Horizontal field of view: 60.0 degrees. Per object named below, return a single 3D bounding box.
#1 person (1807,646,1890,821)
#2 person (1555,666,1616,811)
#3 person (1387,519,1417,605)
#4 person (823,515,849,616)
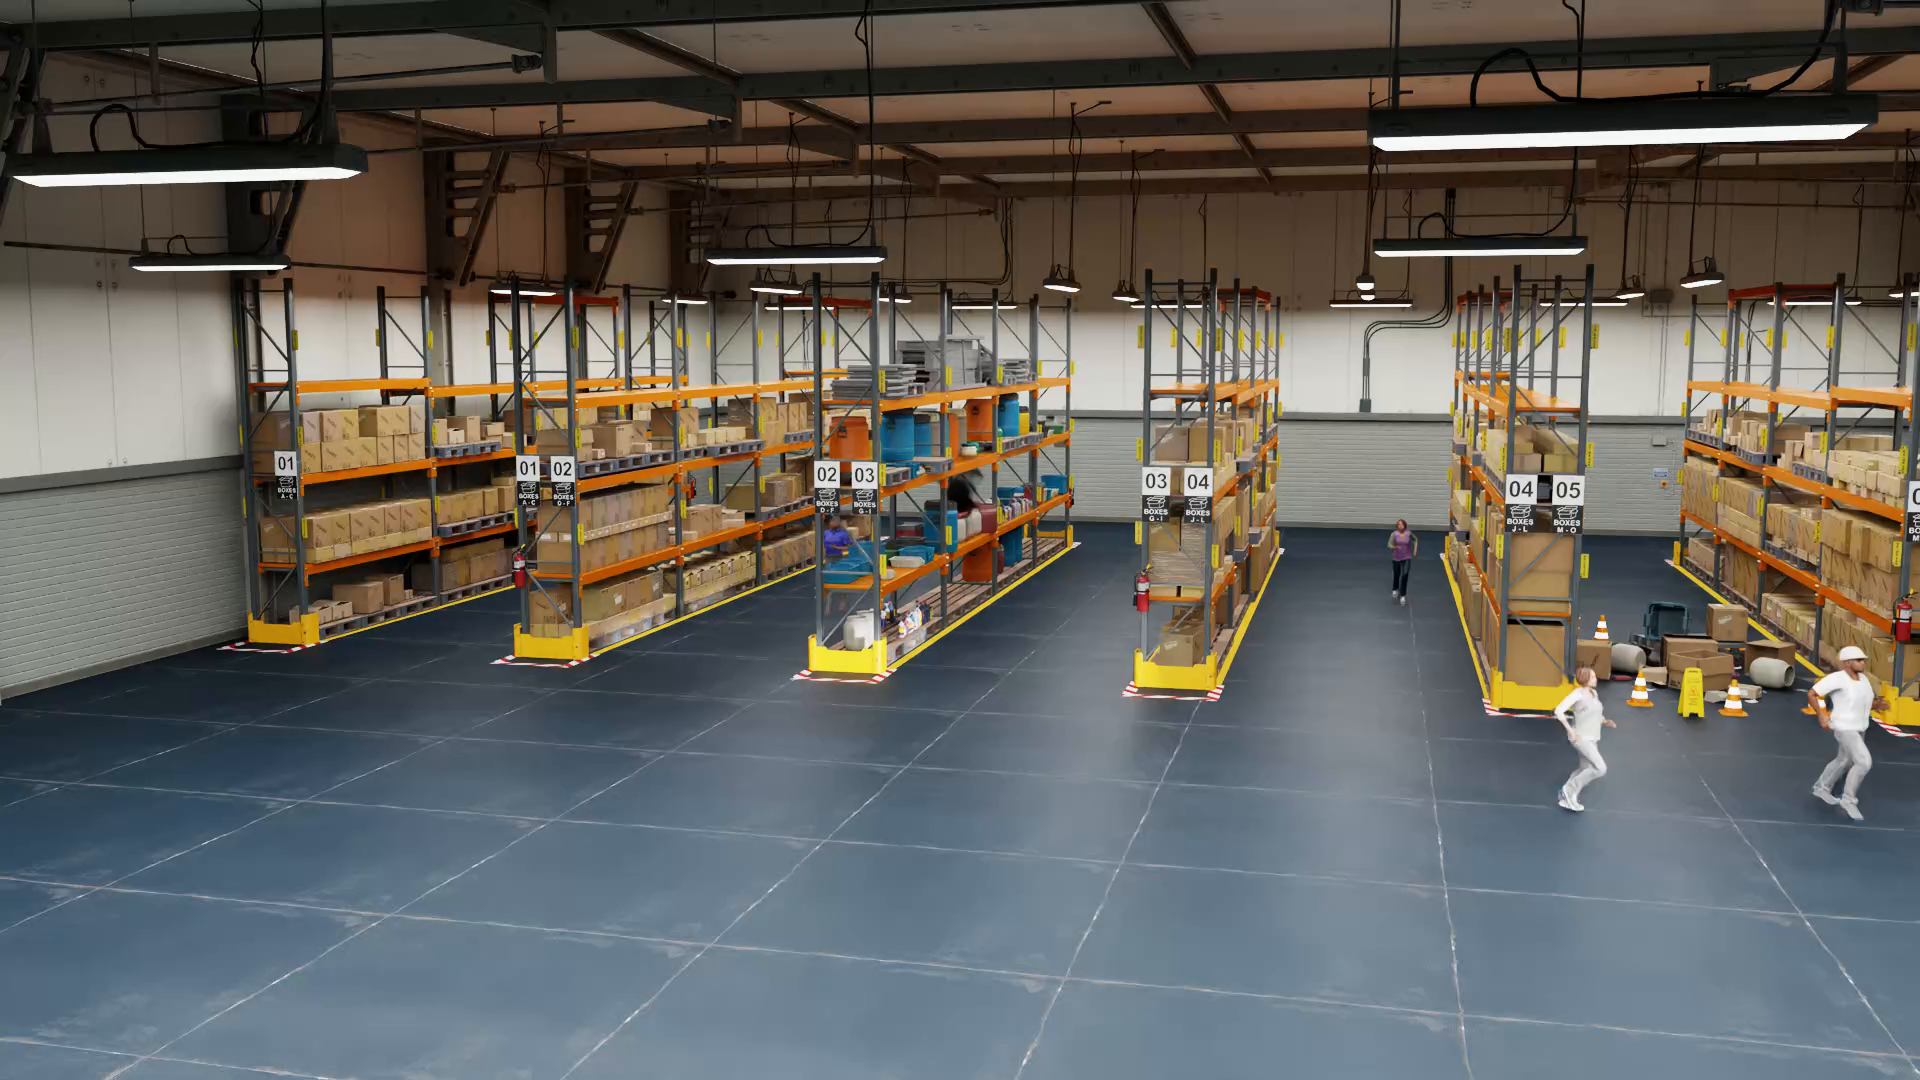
[{"bbox_3d":[9.411,2.028,17.597,0.670,1.824,0.757,-5,8,-33],"label":"person"},{"bbox_3d":[6.623,2.117,17.567,0.596,1.562,0.515,7,9,44],"label":"person"},{"bbox_3d":[8.458,0.401,31.820,0.547,1.632,0.845,2,7,17],"label":"person"},{"bbox_3d":[-2.170,0.419,28.818,0.562,1.692,0.823,1,7,8],"label":"person"}]
